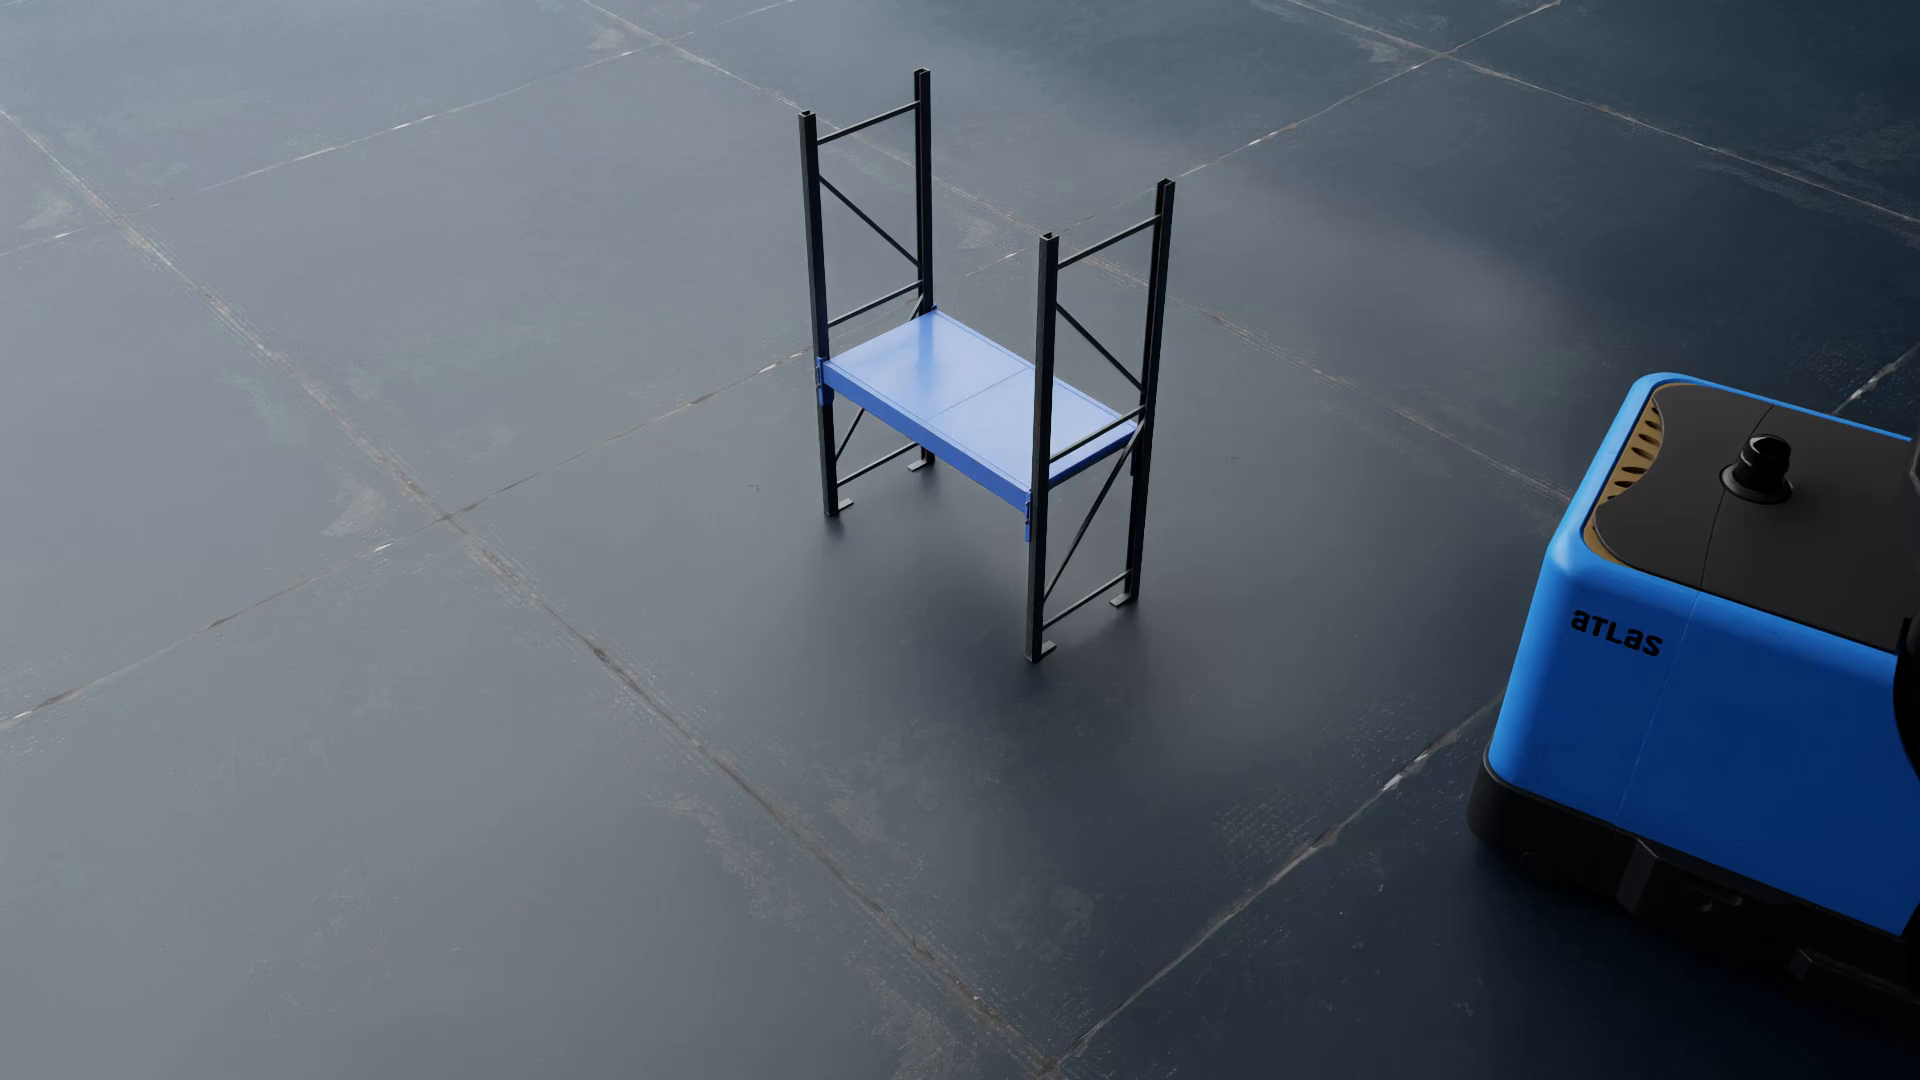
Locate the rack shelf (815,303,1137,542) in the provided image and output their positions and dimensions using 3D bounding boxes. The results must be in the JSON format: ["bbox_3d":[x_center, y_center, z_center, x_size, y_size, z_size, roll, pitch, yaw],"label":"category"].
[{"bbox_3d":[0.058,-0.404,5.343,0.538,0.185,1.000,-30,48,-32],"label":"rack shelf"}]

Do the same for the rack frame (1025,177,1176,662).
[{"bbox_3d":[0.402,-0.309,4.939,0.500,1.500,0.032,-30,48,-32],"label":"rack frame"}]

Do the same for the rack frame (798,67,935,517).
[{"bbox_3d":[-0.286,-0.779,5.521,0.500,1.500,0.032,-30,48,-32],"label":"rack frame"}]

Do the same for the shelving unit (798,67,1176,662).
[{"bbox_3d":[0.058,-0.544,5.230,0.538,1.500,1.048,-30,48,-32],"label":"shelving unit"}]

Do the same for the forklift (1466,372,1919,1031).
[{"bbox_3d":[2.946,-0.057,3.487,3.031,2.935,1.130,21,43,24],"label":"forklift"}]
